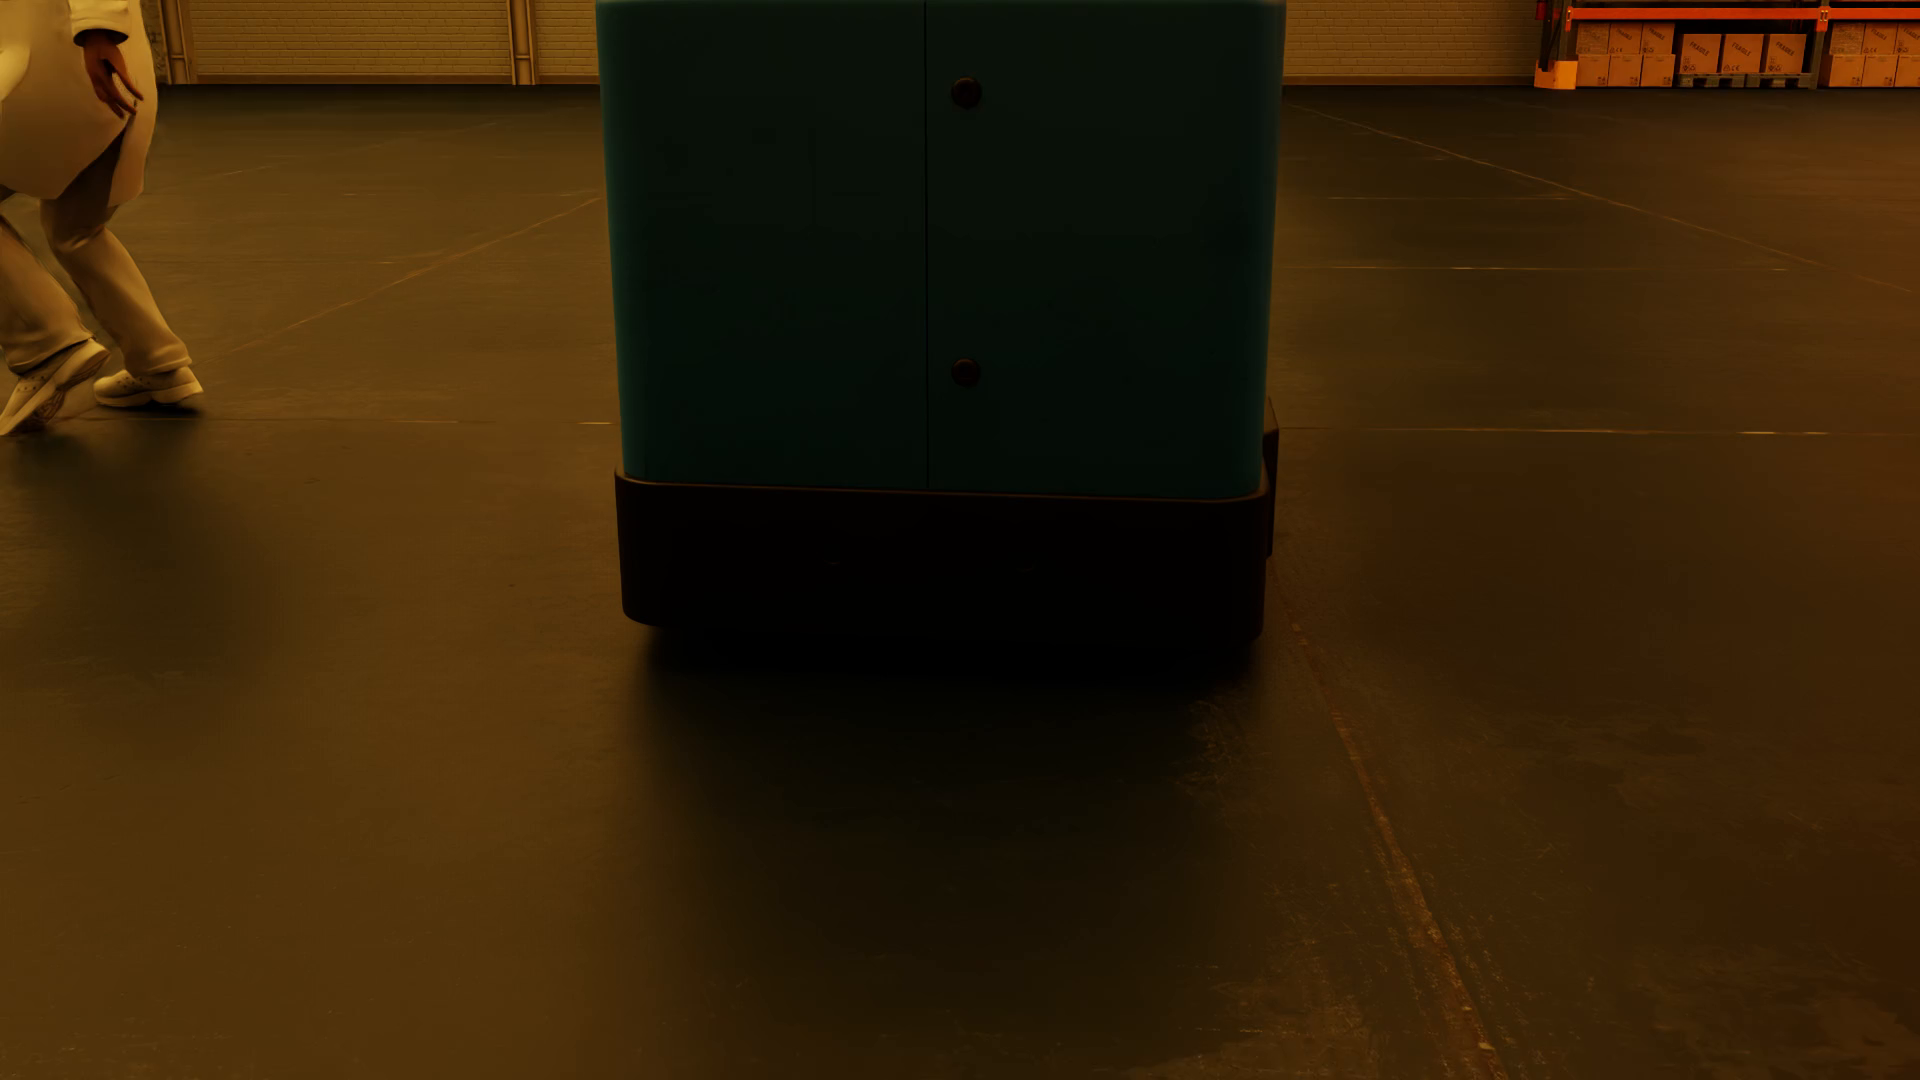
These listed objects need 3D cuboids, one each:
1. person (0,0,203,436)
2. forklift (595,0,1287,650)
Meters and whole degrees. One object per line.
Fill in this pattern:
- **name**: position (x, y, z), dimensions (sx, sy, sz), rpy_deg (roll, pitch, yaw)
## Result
- **person**: position (-2.270, -1.128, 4.196), dimensions (0.757, 1.730, 0.773), rpy_deg (1, 17, 2)
- **forklift**: position (0.127, -1.621, 3.648), dimensions (1.130, 2.935, 3.031), rpy_deg (2, 17, 6)
